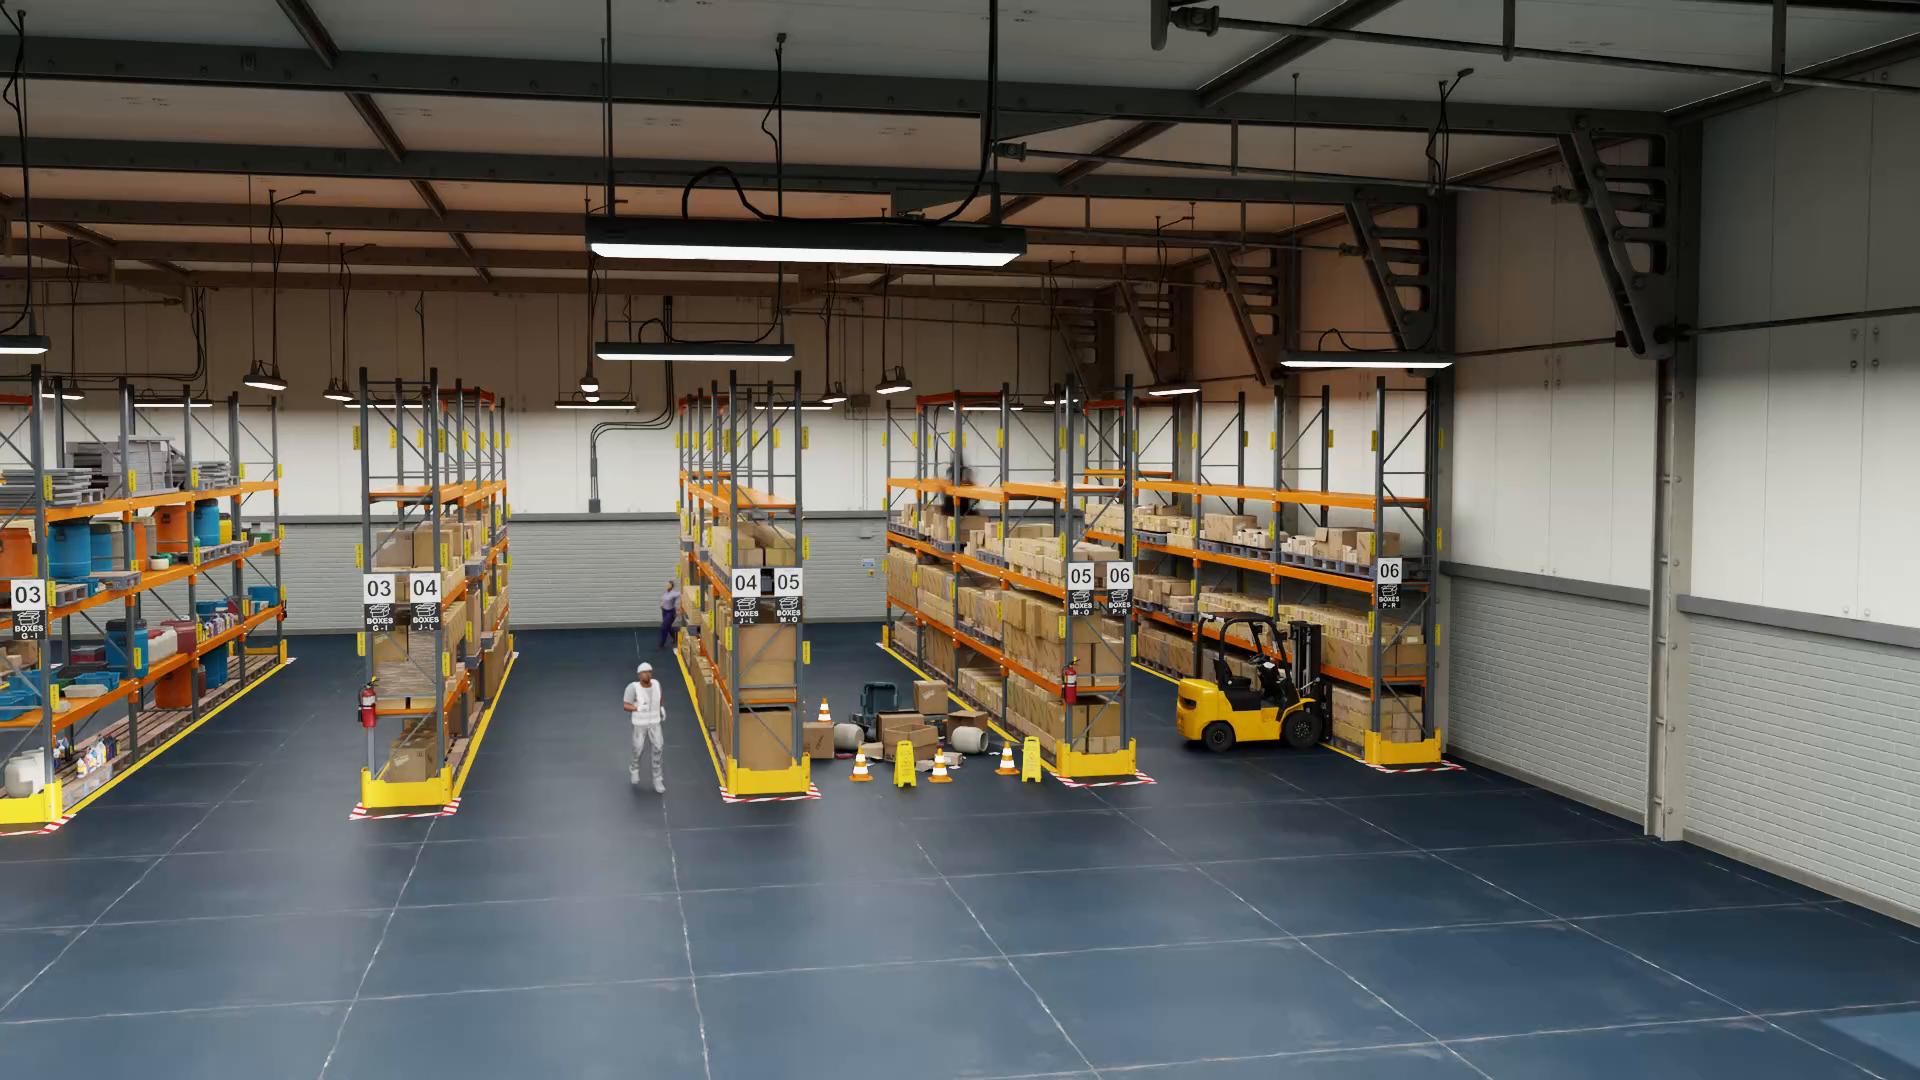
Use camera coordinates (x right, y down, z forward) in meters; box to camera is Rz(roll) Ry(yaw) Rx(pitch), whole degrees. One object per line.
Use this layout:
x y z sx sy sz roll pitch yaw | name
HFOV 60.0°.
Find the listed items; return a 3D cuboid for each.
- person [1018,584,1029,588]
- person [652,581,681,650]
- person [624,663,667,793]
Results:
1.368 1.749 35.954 0.578 1.665 0.599 -1 3 -12 | person
-7.006 1.810 40.106 0.701 1.635 0.828 3 5 43 | person
-4.504 2.667 23.881 0.698 1.807 0.933 -2 4 -32 | person
